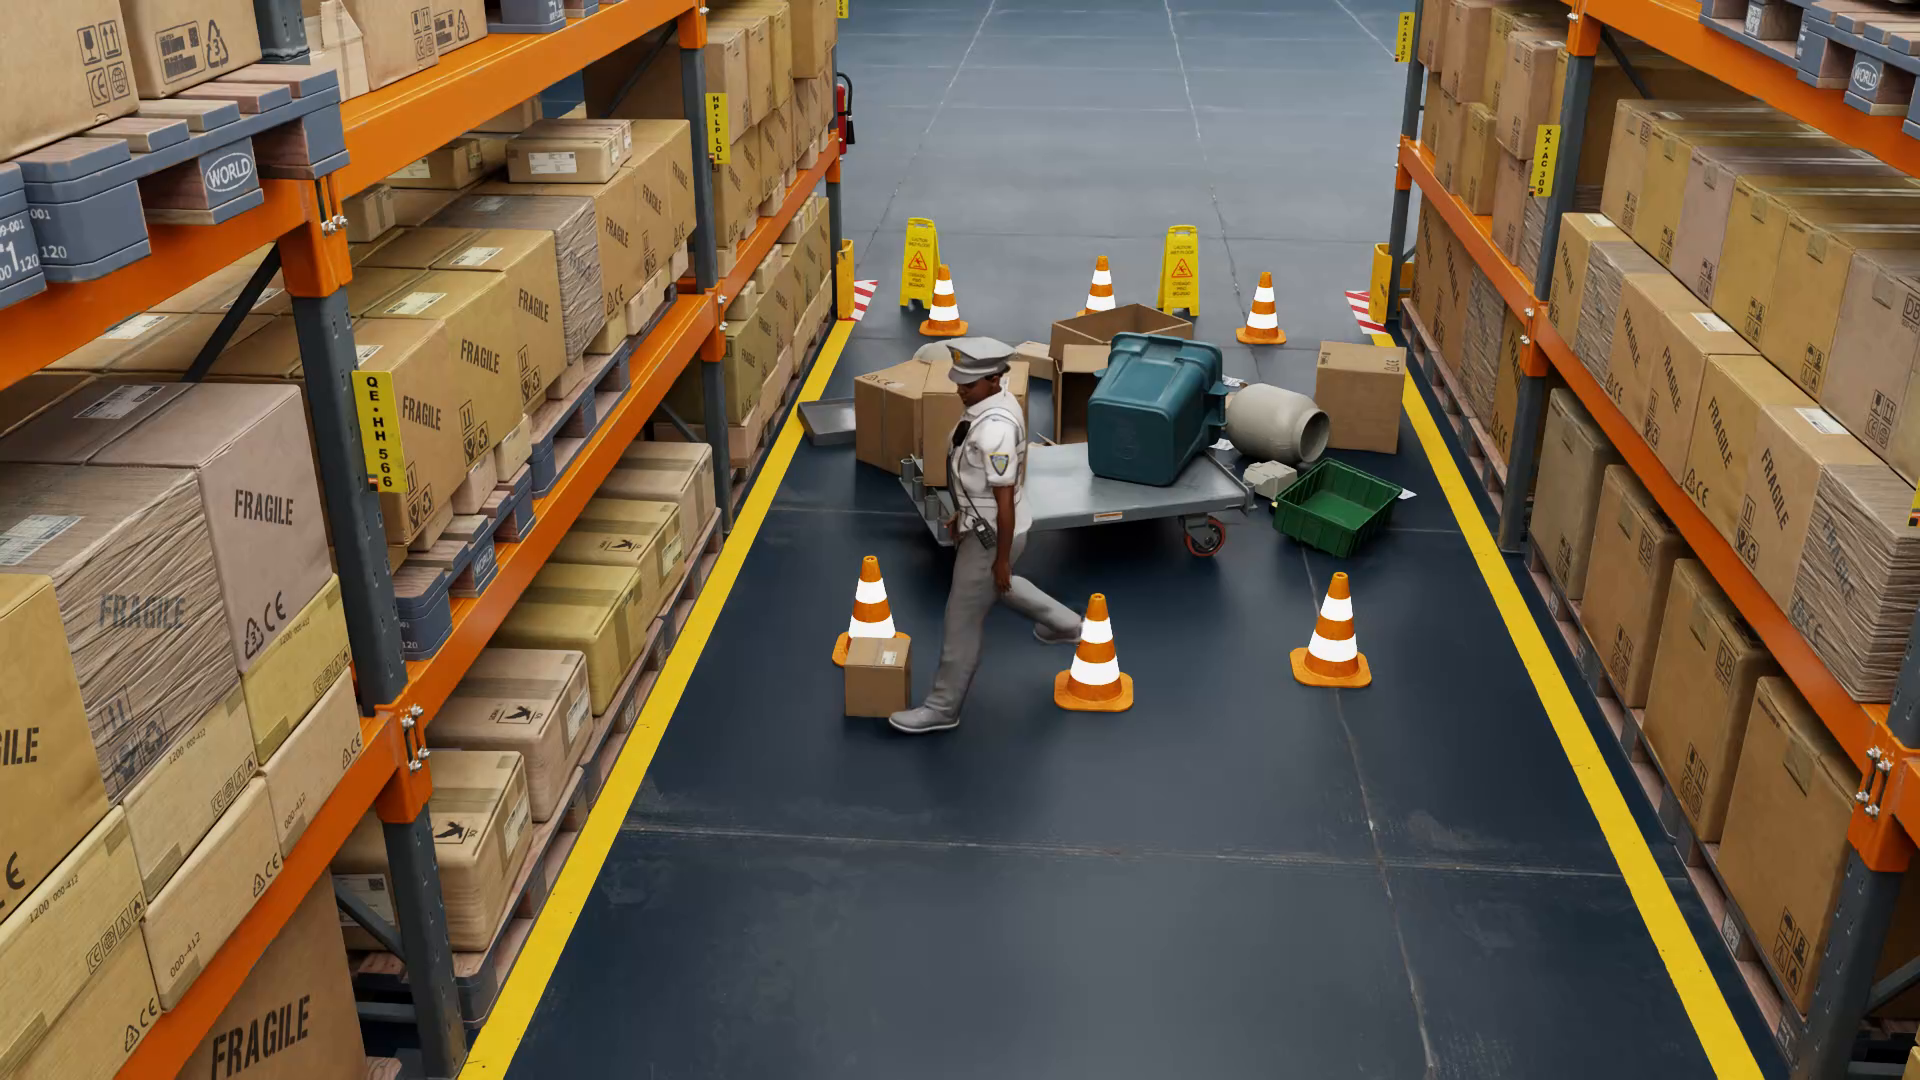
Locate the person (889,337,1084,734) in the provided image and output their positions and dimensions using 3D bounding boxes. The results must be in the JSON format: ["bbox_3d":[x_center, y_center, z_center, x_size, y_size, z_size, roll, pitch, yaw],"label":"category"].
[{"bbox_3d":[0.133,-0.053,6.737,0.834,1.634,0.603,1,25,2],"label":"person"}]
